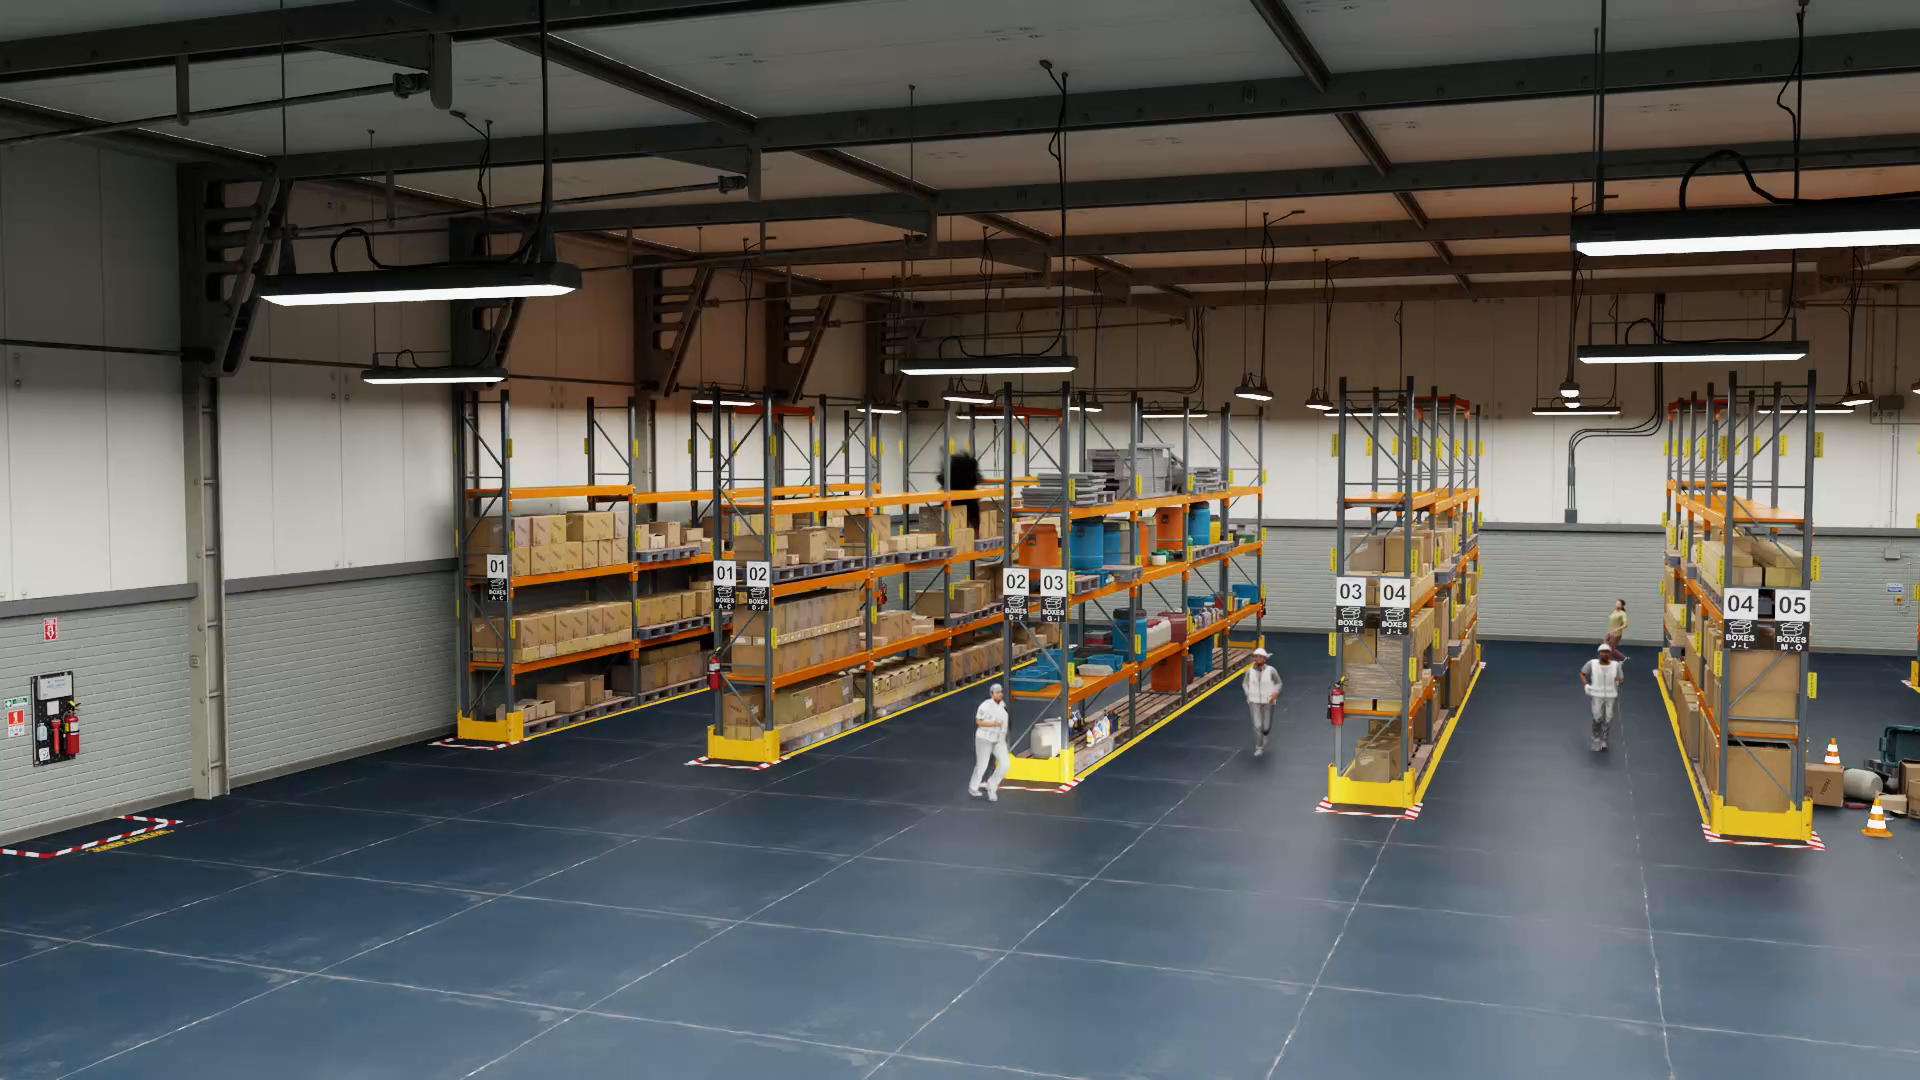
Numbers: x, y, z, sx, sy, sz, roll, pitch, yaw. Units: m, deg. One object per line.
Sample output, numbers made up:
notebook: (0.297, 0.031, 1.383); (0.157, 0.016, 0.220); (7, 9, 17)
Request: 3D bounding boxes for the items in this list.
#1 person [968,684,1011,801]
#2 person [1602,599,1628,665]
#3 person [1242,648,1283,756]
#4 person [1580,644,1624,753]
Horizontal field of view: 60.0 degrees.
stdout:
person: (0.485, 2.891, 23.702); (0.605, 1.697, 0.686); (-2, 4, -32)
person: (14.724, 2.141, 37.359); (0.698, 1.647, 0.627); (-1, 3, -13)
person: (4.941, 2.643, 27.237); (0.660, 1.746, 0.578); (1, 3, 17)
person: (10.595, 2.612, 27.379); (0.660, 1.795, 0.649); (1, 3, 11)
